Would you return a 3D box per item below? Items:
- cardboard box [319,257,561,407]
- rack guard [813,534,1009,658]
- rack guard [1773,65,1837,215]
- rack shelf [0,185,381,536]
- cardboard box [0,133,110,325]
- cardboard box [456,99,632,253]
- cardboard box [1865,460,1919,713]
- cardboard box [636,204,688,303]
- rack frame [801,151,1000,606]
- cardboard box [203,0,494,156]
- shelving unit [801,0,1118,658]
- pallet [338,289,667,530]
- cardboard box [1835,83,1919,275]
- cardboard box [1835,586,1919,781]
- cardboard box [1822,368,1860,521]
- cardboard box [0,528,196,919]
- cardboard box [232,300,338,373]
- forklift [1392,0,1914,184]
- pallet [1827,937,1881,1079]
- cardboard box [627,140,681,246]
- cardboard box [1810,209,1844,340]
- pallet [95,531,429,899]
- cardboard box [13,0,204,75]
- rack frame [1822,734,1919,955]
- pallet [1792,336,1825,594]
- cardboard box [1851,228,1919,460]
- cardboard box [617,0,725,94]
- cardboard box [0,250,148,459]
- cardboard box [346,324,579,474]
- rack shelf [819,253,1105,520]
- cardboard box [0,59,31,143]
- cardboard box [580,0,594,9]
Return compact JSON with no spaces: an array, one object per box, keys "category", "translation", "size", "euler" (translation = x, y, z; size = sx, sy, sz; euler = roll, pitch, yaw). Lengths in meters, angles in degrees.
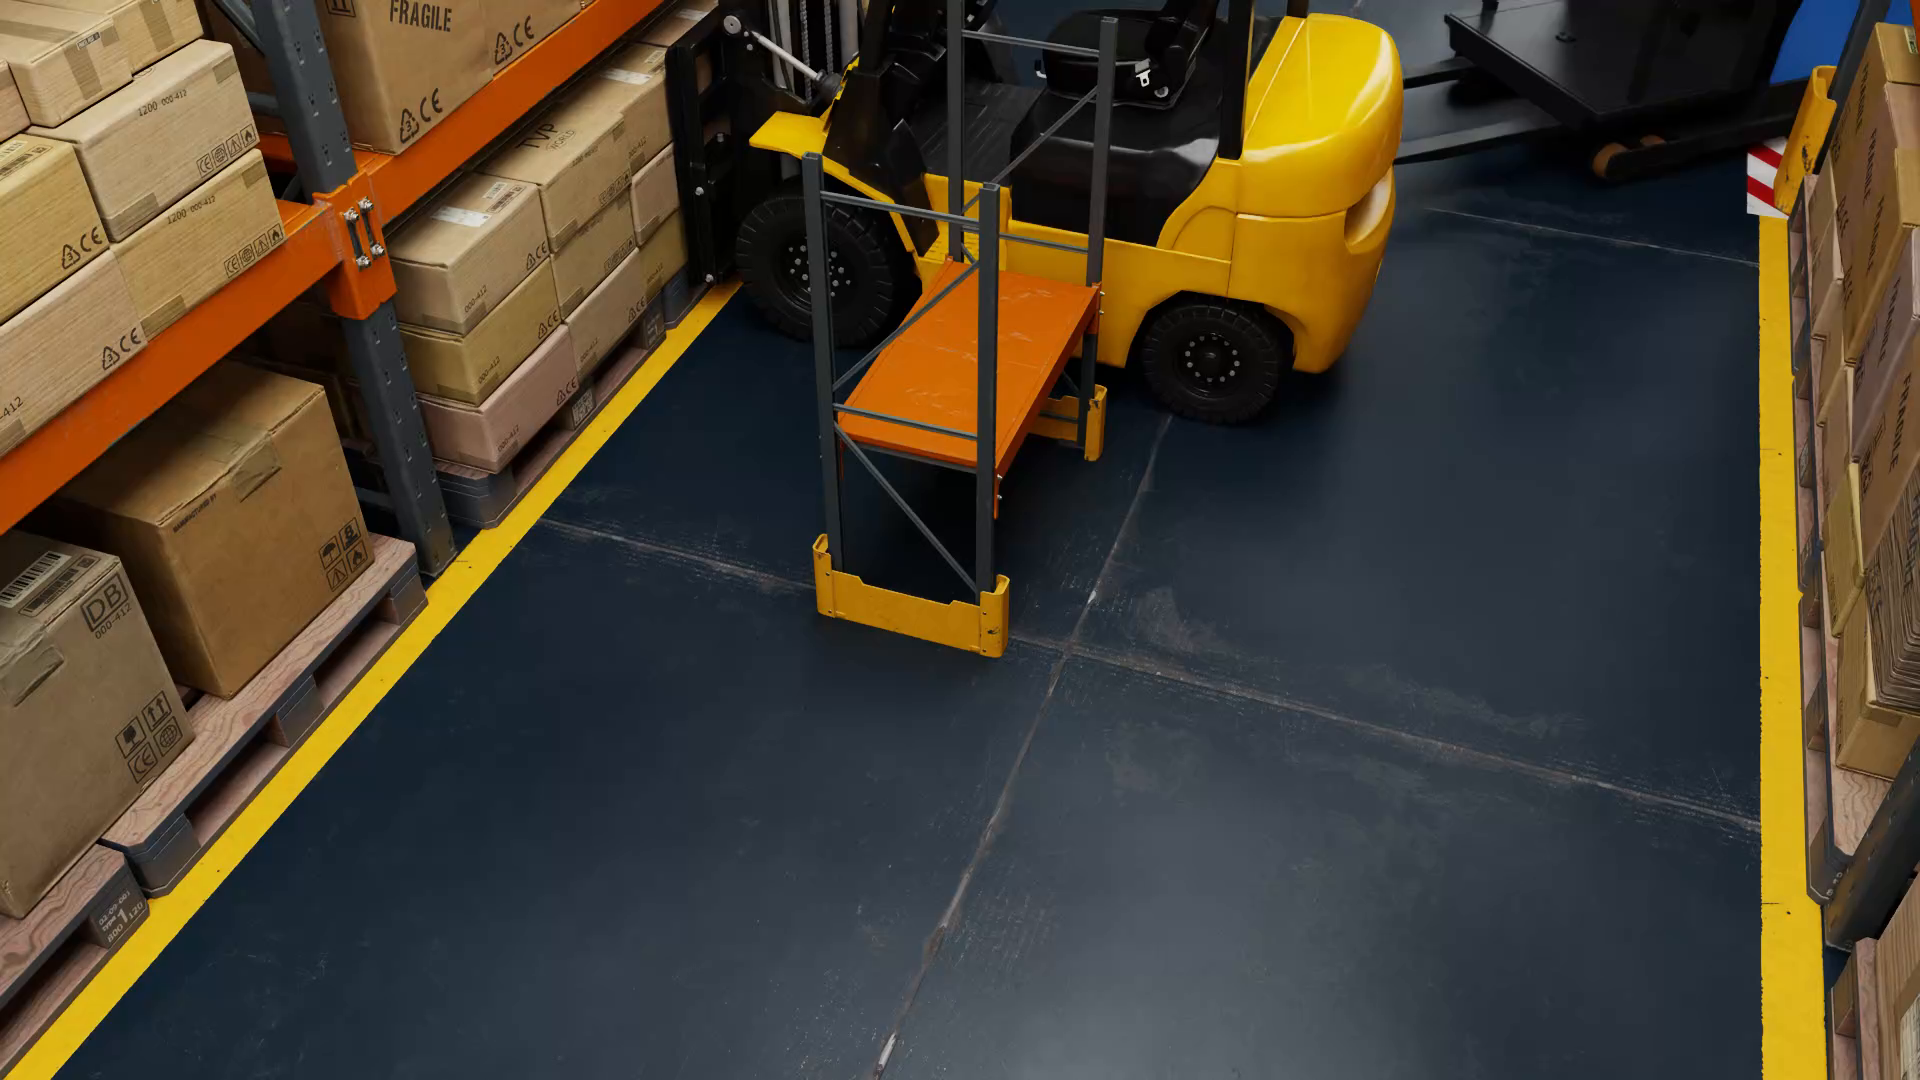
[{"category":"cardboard box","translation":[-1.601,-0.697,5.166],"size":[0.500,0.250,0.500],"euler":[13,42,15]},{"category":"rack guard","translation":[-0.144,0.162,4.867],"size":[0.587,0.250,0.087],"euler":[13,42,15]},{"category":"rack guard","translation":[3.951,-1.510,6.634],"size":[1.175,0.500,0.348],"euler":[13,42,15]},{"category":"rack shelf","translation":[-2.740,0.327,3.110],"size":[1.077,0.370,4.000],"euler":[13,42,15]},{"category":"cardboard box","translation":[-2.153,-0.628,3.405],"size":[0.500,0.250,0.500],"euler":[12,42,14]},{"category":"cardboard box","translation":[-1.412,-1.196,5.365],"size":[0.500,0.250,0.500],"euler":[13,42,15]},{"category":"cardboard box","translation":[2.560,0.113,4.023],"size":[0.500,0.500,0.500],"euler":[13,42,14]},{"category":"cardboard box","translation":[-1.260,-1.132,6.060],"size":[0.500,0.250,0.500],"euler":[14,42,16]},{"category":"rack frame","translation":[-0.145,-0.313,4.461],"size":[0.500,1.500,0.032],"euler":[13,42,15]},{"category":"cardboard box","translation":[-1.659,-1.417,4.523],"size":[0.500,0.500,0.500],"euler":[12,42,14]},{"category":"shelving unit","translation":[0.026,-0.617,4.818],"size":[0.587,1.500,1.083],"euler":[13,42,15]},{"category":"pallet","translation":[-1.745,-0.582,5.769],"size":[1.003,0.211,1.213],"euler":[13,42,15]},{"category":"cardboard box","translation":[3.259,-1.141,5.493],"size":[0.500,0.500,0.500],"euler":[12,42,13]},{"category":"cardboard box","translation":[2.559,0.399,4.266],"size":[0.500,0.250,0.500],"euler":[15,43,17]},{"category":"cardboard box","translation":[2.910,-0.237,5.012],"size":[0.500,0.250,0.500],"euler":[14,42,16]},{"category":"cardboard box","translation":[-2.497,0.369,4.012],"size":[0.875,0.625,0.625],"euler":[13,42,15]},{"category":"cardboard box","translation":[-2.082,-0.813,5.301],"size":[0.500,0.250,0.500],"euler":[12,42,14]},{"category":"forklift","translation":[2.818,-3.003,6.511],"size":[3.031,2.935,1.130],"euler":[-15,43,-17]},{"category":"pallet","translation":[2.345,1.469,3.366],"size":[1.003,0.211,1.213],"euler":[13,42,15]},{"category":"cardboard box","translation":[-1.248,-1.309,5.883],"size":[0.500,0.250,0.500],"euler":[13,42,15]},{"category":"cardboard box","translation":[3.260,-0.880,5.766],"size":[0.500,0.250,0.500],"euler":[15,43,17]},{"category":"pallet","translation":[-2.272,0.352,4.674],"size":[1.003,0.211,1.213],"euler":[13,42,15]},{"category":"cardboard box","translation":[-1.964,-1.194,3.761],"size":[0.380,0.149,0.250],"euler":[15,43,17]},{"category":"rack frame","translation":[2.609,-0.067,3.018],"size":[1.000,3.000,0.127],"euler":[13,42,15]},{"category":"pallet","translation":[3.221,-0.170,5.287],"size":[1.003,0.211,1.213],"euler":[13,42,15]},{"category":"cardboard box","translation":[2.905,-0.509,4.752],"size":[0.500,0.500,0.500],"euler":[15,43,17]},{"category":"cardboard box","translation":[-1.066,-1.820,6.097],"size":[0.500,0.250,0.500],"euler":[12,42,14]},{"category":"cardboard box","translation":[-2.150,-0.436,3.566],"size":[0.500,0.250,0.500],"euler":[13,42,15]},{"category":"cardboard box","translation":[-1.580,-0.502,5.322],"size":[0.500,0.250,0.500],"euler":[14,42,16]},{"category":"rack shelf","translation":[0.029,-0.486,4.941],"size":[0.538,0.185,1.000],"euler":[13,42,15]},{"category":"cardboard box","translation":[-2.169,-0.895,3.411],"size":[0.380,0.149,0.250],"euler":[13,42,15]},{"category":"cardboard box","translation":[-1.325,-2.048,5.262],"size":[0.500,0.500,0.500],"euler":[13,42,15]}]
